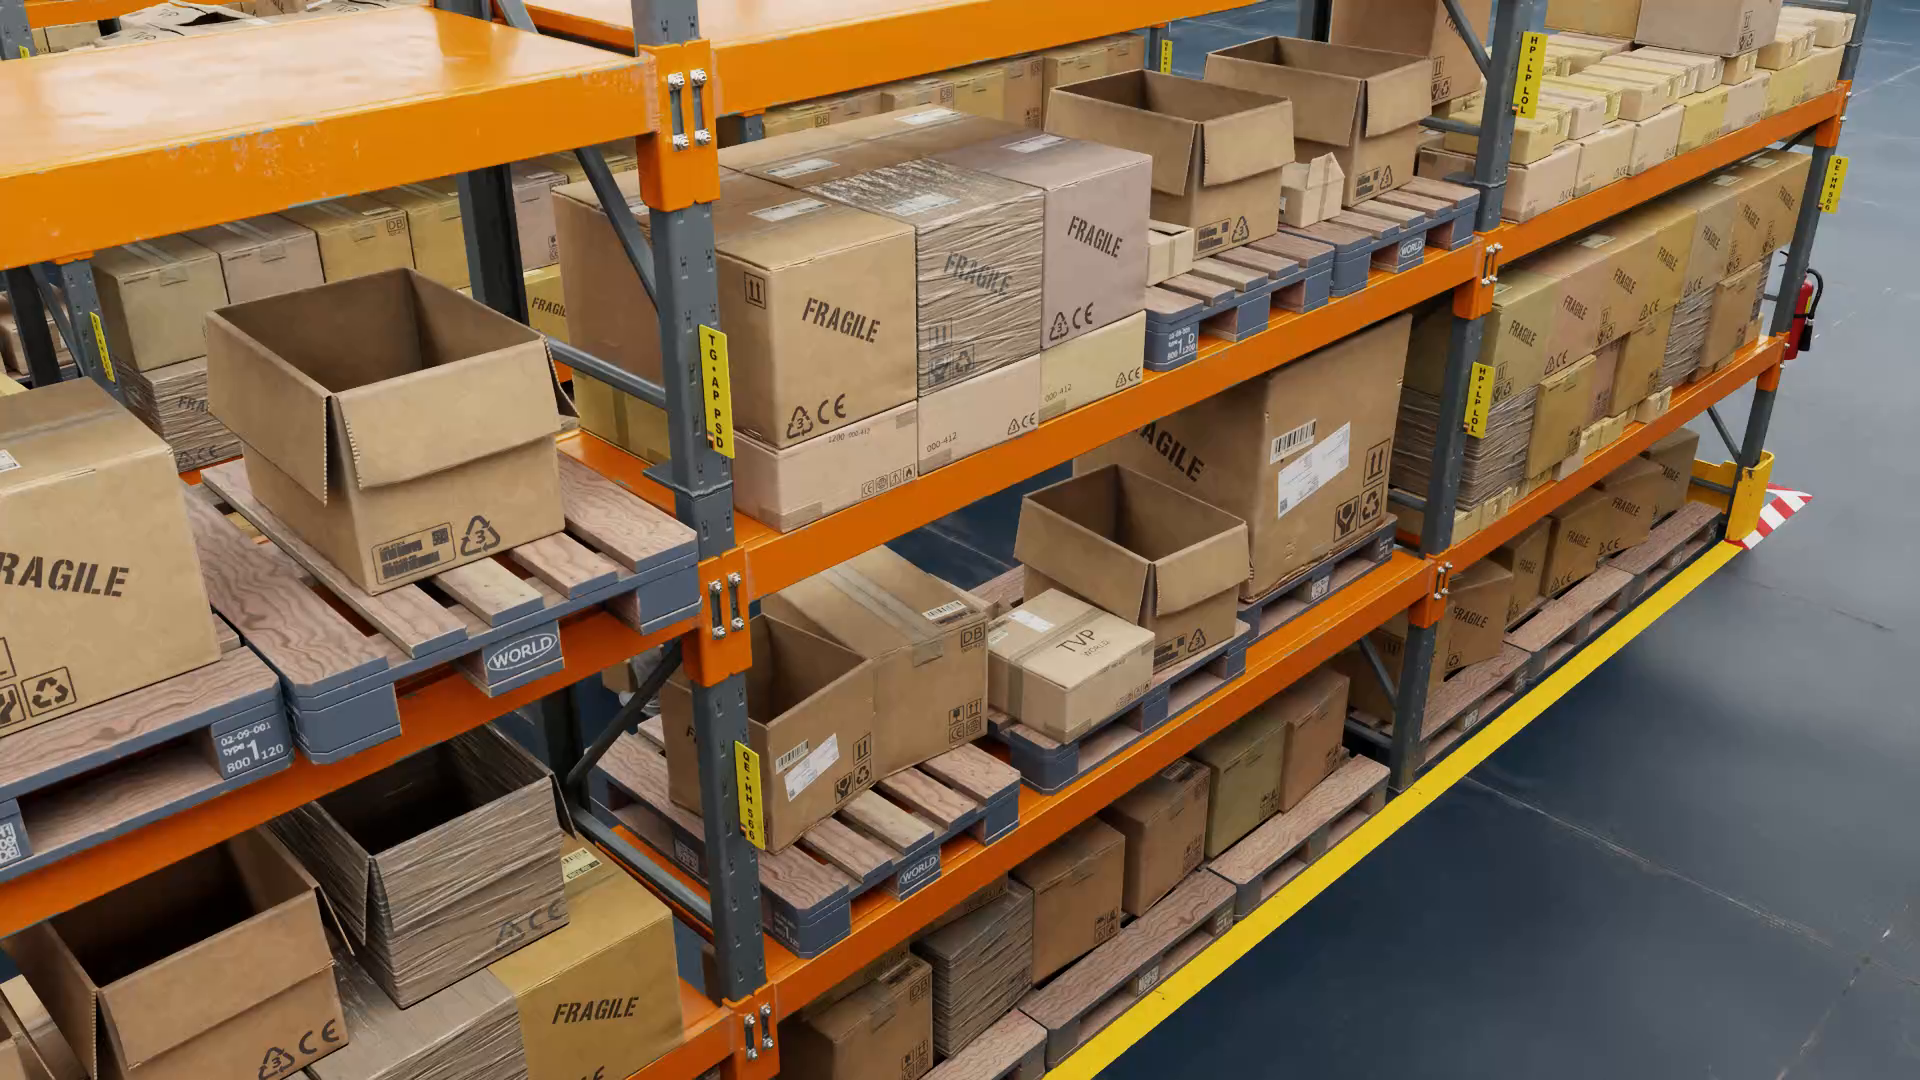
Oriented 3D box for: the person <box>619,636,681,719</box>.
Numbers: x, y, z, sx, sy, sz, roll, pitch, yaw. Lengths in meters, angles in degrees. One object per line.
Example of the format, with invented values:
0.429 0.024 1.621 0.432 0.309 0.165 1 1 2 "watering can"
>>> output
-1.588 0.084 8.446 0.462 1.755 0.632 22 35 36 "person"
